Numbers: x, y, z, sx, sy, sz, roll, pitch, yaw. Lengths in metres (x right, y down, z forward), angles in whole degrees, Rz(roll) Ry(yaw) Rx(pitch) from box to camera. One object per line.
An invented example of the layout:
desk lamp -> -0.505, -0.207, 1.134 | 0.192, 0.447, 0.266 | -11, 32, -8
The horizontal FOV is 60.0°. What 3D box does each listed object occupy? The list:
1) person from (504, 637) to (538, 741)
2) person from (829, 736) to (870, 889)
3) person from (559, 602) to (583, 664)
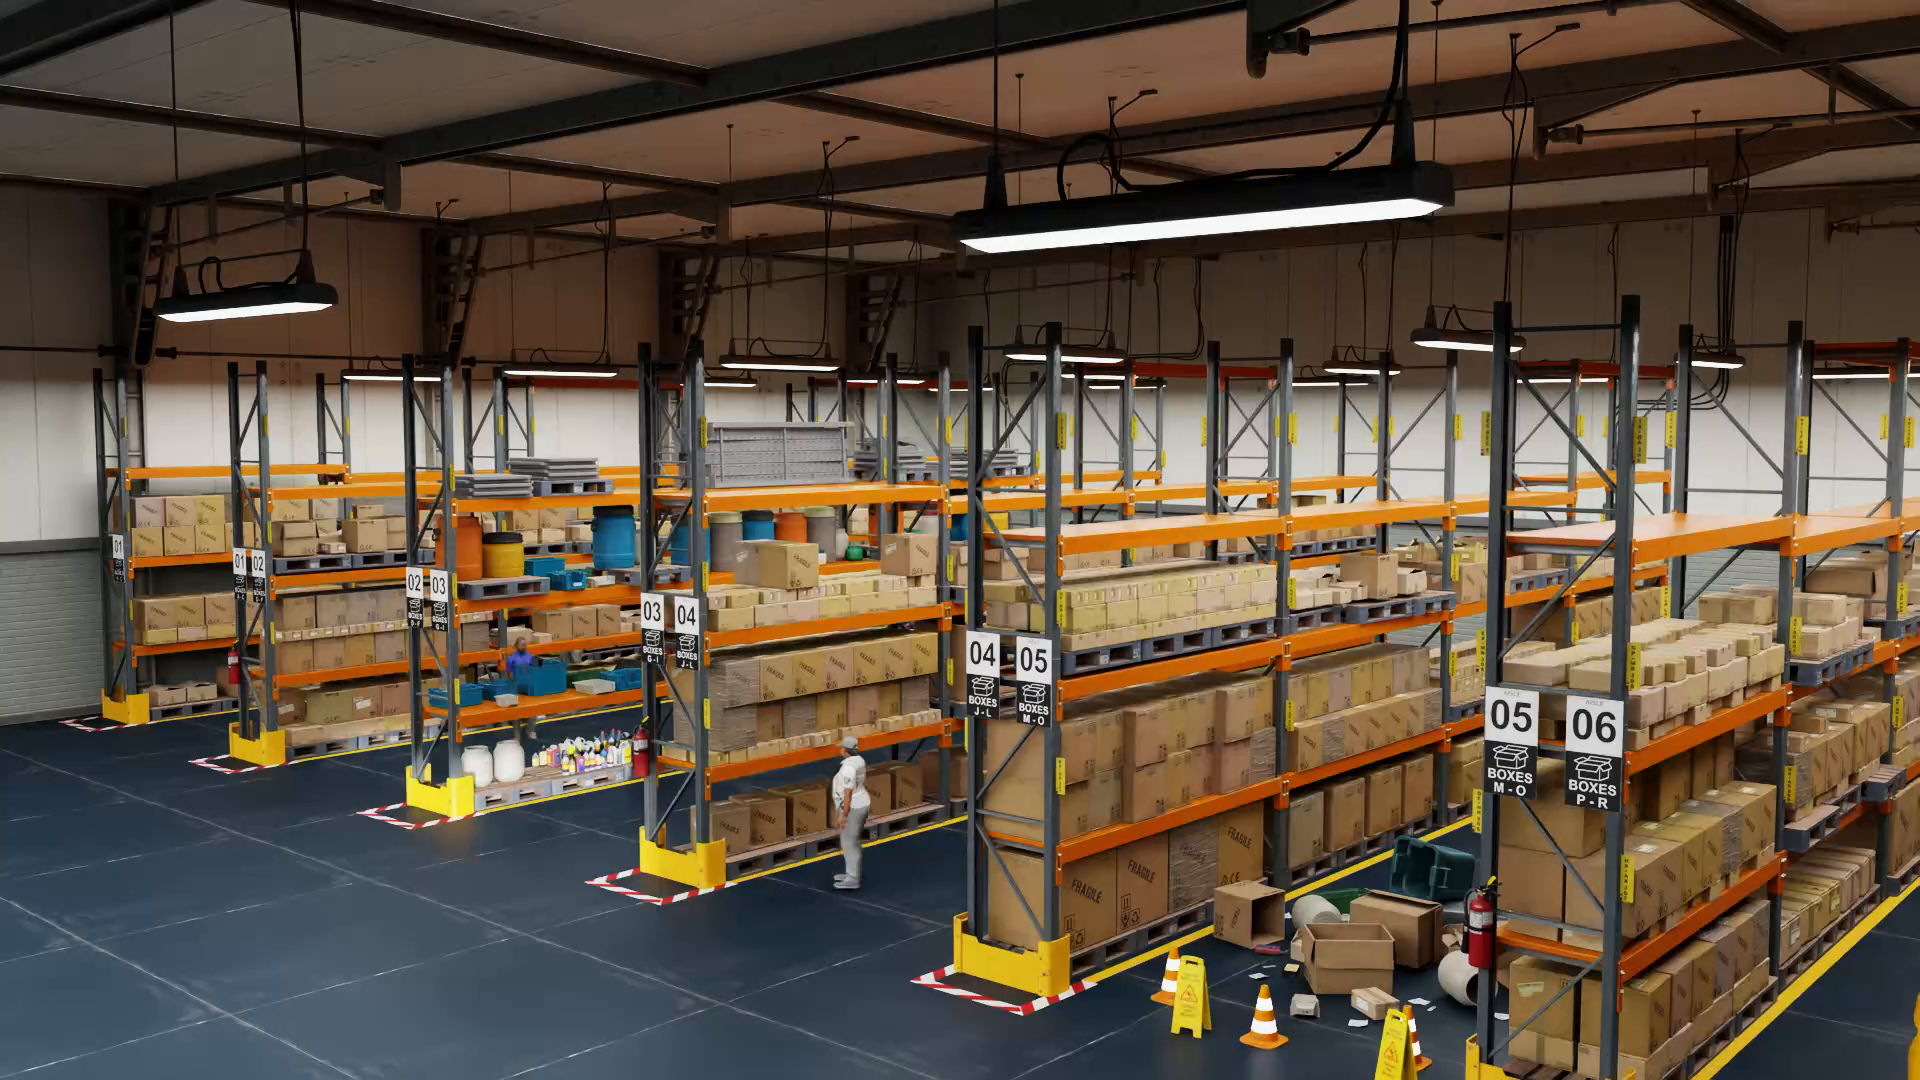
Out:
person -> -7.072, 2.407, 26.707 | 0.543, 1.706, 0.354 | -3, 5, -37
person -> -1.214, 2.978, 18.298 | 0.434, 1.665, 0.535 | 1, 4, 10
person -> -7.442, 1.963, 31.590 | 0.622, 1.799, 0.528 | -1, 4, -20
